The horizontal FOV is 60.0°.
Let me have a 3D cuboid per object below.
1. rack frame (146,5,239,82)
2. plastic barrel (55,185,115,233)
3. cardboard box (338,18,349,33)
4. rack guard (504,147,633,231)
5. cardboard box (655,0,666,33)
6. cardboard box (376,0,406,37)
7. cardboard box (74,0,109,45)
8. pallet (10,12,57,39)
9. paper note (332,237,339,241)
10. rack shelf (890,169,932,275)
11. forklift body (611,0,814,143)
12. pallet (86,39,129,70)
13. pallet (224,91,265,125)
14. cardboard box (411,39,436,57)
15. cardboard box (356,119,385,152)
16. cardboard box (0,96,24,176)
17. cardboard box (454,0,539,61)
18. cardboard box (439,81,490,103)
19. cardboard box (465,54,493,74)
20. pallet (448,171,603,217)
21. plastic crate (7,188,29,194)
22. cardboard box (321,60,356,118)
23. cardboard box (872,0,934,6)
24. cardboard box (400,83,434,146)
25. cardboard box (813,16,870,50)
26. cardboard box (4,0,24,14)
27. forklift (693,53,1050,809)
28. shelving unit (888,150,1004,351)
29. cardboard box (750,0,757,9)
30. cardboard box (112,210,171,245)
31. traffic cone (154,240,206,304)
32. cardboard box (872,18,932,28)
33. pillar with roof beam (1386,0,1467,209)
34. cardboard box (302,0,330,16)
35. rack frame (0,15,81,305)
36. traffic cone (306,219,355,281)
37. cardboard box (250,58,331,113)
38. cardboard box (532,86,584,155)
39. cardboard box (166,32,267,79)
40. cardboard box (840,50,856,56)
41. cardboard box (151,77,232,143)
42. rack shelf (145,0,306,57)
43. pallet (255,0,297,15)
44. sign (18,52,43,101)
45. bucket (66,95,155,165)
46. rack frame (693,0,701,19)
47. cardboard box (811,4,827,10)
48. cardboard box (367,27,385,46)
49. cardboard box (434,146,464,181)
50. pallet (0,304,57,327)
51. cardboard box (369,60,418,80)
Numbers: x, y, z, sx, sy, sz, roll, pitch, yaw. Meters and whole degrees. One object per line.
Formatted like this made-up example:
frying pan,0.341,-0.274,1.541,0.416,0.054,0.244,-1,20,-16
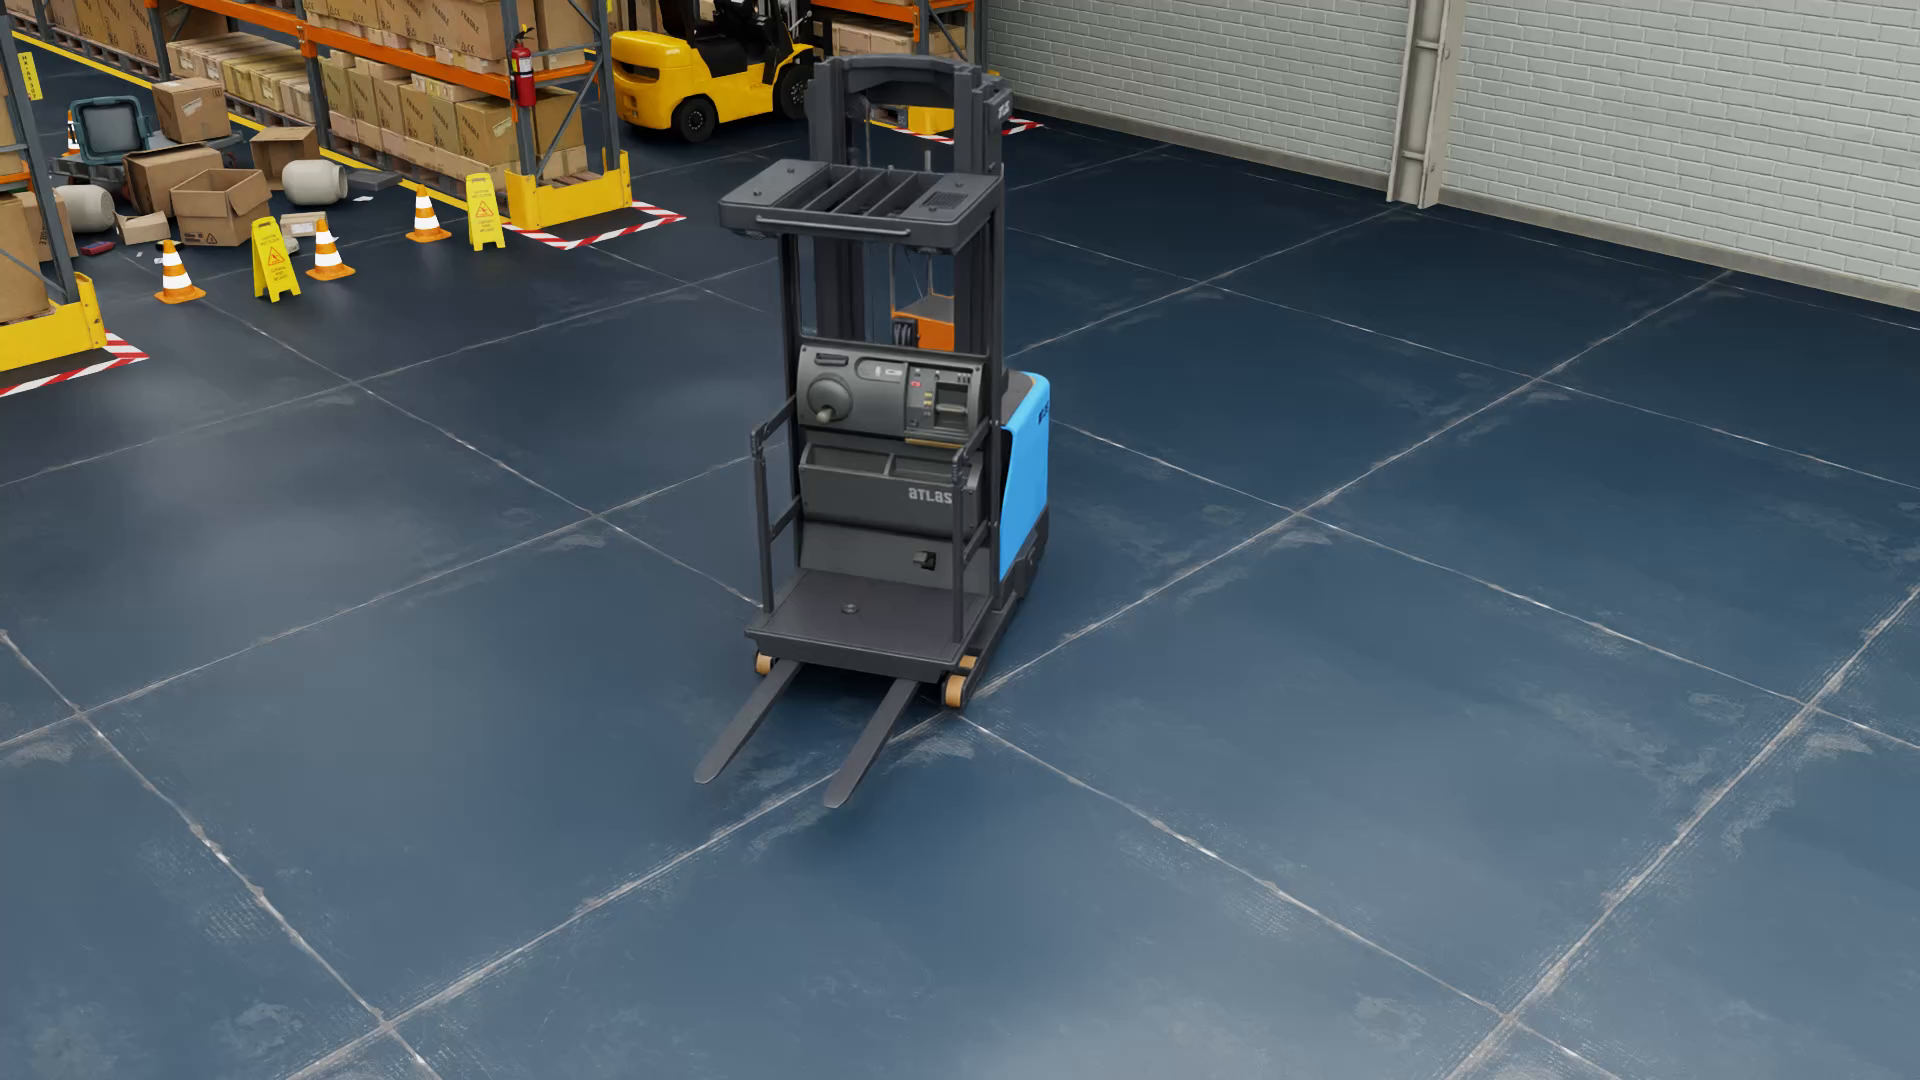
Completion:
rack frame,-9.267,-6.958,19.760,0.127,3.000,1.000,25,36,38
plastic barrel,-7.929,-2.976,14.955,0.512,0.421,0.421,-3,28,-5
cardboard box,-5.988,-5.191,16.669,0.250,0.149,0.380,24,36,38
rack guard,-3.617,-3.266,15.425,0.348,0.500,1.175,25,36,38
cardboard box,-3.318,-6.603,21.185,0.875,0.625,0.625,-23,36,-37
cardboard box,-5.199,-5.110,15.819,0.500,0.500,0.500,-25,37,-39
cardboard box,-10.972,-7.041,21.749,0.875,0.875,0.875,-24,36,-38
pallet,-12.607,-7.303,23.413,1.213,0.211,1.003,25,36,38
paper note,-5.632,-2.682,14.817,0.142,0.019,0.148,12,30,22
rack shelf,-0.078,-1.752,9.351,0.480,0.518,0.431,17,32,29
forklift body,-2.717,-5.634,18.154,1.214,2.155,2.313,25,36,38
pallet,-10.642,-6.404,21.703,1.213,0.211,1.003,25,36,38
pallet,-7.845,-5.071,19.166,1.213,0.211,1.003,25,36,38
cardboard box,-4.941,-4.682,15.701,0.250,0.149,0.380,24,36,38
cardboard box,-5.795,-4.169,16.960,0.500,0.250,0.500,-23,35,-36
cardboard box,-7.258,-2.845,11.776,0.550,0.550,0.875,25,36,38
cardboard box,-4.143,-4.610,14.866,0.500,0.500,0.500,24,36,38
cardboard box,-4.626,-4.208,15.531,0.380,0.149,0.250,-24,36,-38
cardboard box,-4.238,-4.334,15.039,0.250,0.149,0.380,24,36,38
pallet,-4.172,-3.415,16.018,1.213,0.211,1.003,25,36,38
plastic crate,-8.771,-3.136,15.451,0.450,0.188,0.662,-16,30,-9
cardboard box,-6.184,-4.672,17.109,0.500,0.500,0.500,-23,36,-37
cardboard box,-0.621,-6.114,18.047,0.500,0.500,0.500,24,36,37
cardboard box,-5.046,-4.160,16.135,0.500,0.500,0.500,24,36,37
cardboard box,-1.368,-5.781,18.949,0.500,0.250,0.500,-25,37,-39
cardboard box,-13.131,-7.848,23.753,0.875,0.438,0.875,23,36,37
forklift,-0.406,-0.675,7.885,1.130,2.935,3.031,8,29,15
shelving unit,-0.078,-1.145,9.671,0.503,2.100,0.431,17,32,29
cardboard box,-2.455,-6.281,19.901,0.500,0.250,0.500,25,36,38
cardboard box,-7.297,-2.818,14.823,0.396,0.266,0.258,-18,33,-31
traffic cone,-6.344,-2.194,13.425,0.334,0.463,0.336,25,36,38
cardboard box,-0.654,-5.789,18.966,0.500,0.250,0.500,25,36,38
pillar with roof beam,1.310,-5.792,11.095,0.400,9.000,9.100,25,36,38
cardboard box,-6.297,-5.593,16.737,0.500,0.500,0.500,24,36,38
rack frame,-6.961,-2.672,11.609,0.127,3.000,1.000,25,36,38
traffic cone,-5.310,-2.458,13.927,0.334,0.463,0.336,25,36,38
cardboard box,-7.306,-5.080,18.560,0.950,0.372,0.625,-23,35,-36
cardboard box,-3.962,-4.011,15.853,0.500,0.500,0.500,23,36,37
cardboard box,-8.872,-5.793,19.917,0.625,0.372,0.950,22,35,35
cardboard box,-1.002,-5.409,18.780,0.500,0.250,0.500,24,36,38
cardboard box,-7.642,-4.281,16.541,0.500,0.500,0.500,25,36,38
rack shelf,-7.841,-5.987,18.687,4.000,0.370,1.077,25,36,38
pallet,-6.858,-5.866,17.889,1.213,0.211,1.003,25,36,38
sign,-6.568,-3.273,11.736,0.005,0.325,0.100,25,36,38
bucket,-8.100,-3.922,15.870,0.726,0.611,0.620,-13,20,-22
rack frame,-2.938,-7.302,20.413,0.127,3.000,1.000,25,36,38
cardboard box,-1.728,-6.287,19.912,0.500,0.250,0.500,25,37,39
cardboard box,-5.510,-4.912,16.139,0.250,0.149,0.380,25,37,39
cardboard box,-4.692,-3.663,15.996,0.500,0.250,0.500,25,37,39
pallet,-7.586,-1.673,12.705,1.213,0.211,1.003,25,36,38
cardboard box,-5.575,-4.644,16.360,0.380,0.149,0.250,-23,35,-36
